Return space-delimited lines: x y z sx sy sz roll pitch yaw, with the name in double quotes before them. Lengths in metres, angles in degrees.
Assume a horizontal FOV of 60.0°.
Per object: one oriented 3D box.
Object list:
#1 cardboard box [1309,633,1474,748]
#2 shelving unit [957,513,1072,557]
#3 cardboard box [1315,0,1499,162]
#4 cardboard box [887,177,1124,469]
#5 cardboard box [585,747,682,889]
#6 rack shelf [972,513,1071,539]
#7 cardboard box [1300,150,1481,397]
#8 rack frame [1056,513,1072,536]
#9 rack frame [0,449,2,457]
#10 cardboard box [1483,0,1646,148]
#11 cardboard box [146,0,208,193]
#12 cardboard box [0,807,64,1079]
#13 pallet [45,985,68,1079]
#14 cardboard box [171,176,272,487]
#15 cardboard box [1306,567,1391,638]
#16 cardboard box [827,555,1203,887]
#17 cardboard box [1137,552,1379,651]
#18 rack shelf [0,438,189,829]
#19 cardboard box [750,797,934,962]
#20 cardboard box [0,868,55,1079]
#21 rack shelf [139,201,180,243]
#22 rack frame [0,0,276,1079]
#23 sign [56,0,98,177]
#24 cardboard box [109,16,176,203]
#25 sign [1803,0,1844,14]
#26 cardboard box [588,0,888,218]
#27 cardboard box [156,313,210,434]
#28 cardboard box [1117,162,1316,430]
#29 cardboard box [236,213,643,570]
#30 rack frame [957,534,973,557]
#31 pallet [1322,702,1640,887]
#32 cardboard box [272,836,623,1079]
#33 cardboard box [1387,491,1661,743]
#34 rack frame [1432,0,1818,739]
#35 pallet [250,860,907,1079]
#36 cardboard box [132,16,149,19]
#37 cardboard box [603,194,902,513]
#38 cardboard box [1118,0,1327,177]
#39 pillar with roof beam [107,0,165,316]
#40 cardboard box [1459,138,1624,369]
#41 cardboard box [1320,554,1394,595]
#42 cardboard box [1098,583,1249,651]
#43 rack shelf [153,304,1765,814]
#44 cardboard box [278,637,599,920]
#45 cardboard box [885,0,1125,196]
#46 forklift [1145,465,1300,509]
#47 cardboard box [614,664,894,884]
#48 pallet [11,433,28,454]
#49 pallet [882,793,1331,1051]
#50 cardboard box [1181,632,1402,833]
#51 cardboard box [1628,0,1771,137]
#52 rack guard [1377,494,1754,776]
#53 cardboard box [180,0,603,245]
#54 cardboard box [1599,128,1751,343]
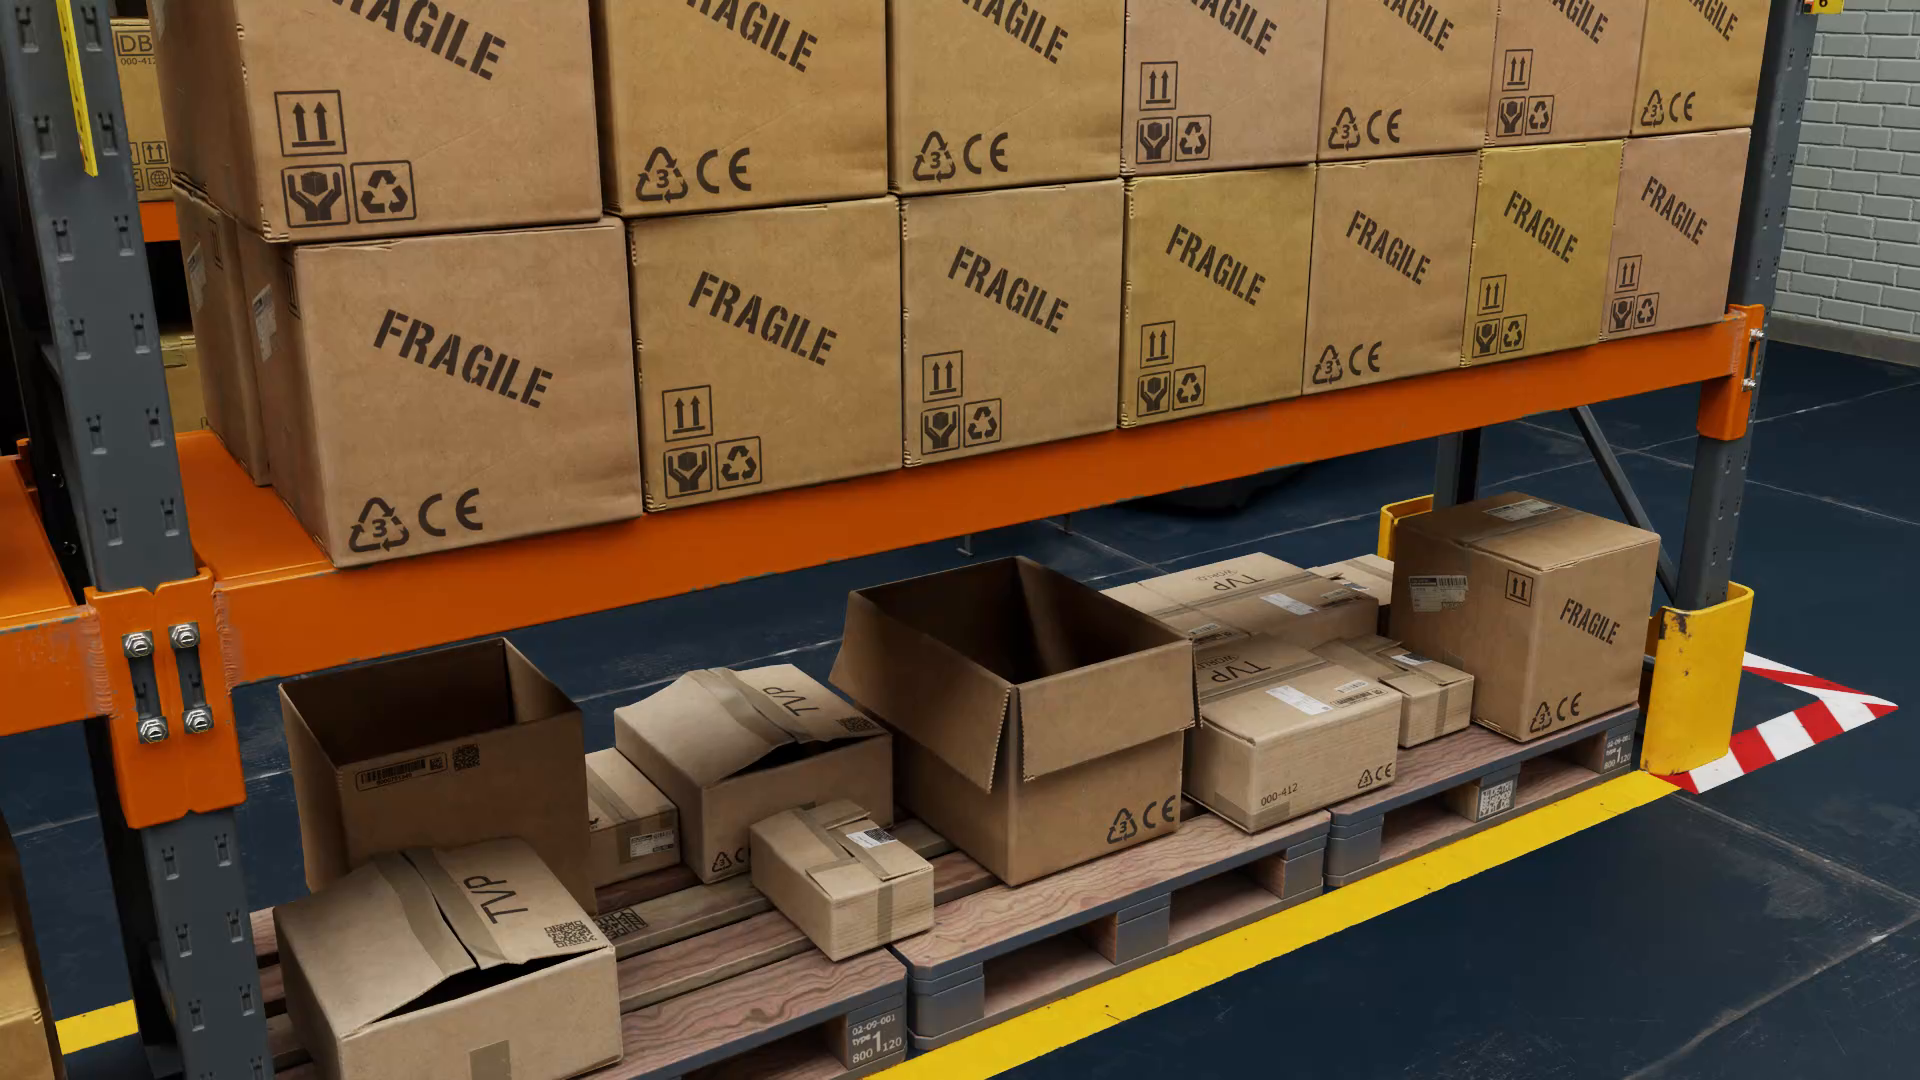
"cardboard box" 1.185 0.404 4.603 0.250 0.166 0.380 -12 22 -31
"shelving unit" 0.138 -1.024 6.495 0.503 2.100 0.431 -12 22 -31
"cardboard box" 0.819 -1.126 3.674 0.500 0.500 0.500 -11 22 -30
"cardboard box" -0.029 -0.477 3.315 0.500 0.500 0.500 -12 22 -32
"cardboard box" -0.849 0.650 3.904 0.250 0.149 0.380 -12 22 -31
"rack shelf" 0.138 -0.348 6.723 0.480 0.518 0.431 -12 22 -31
"cardboard box" 0.816 -0.655 3.844 0.500 0.500 0.500 -12 22 -31
"rack frame" 0.342 -1.067 6.622 0.015 2.100 0.400 -12 22 -31
"rack frame" -4.177 -1.558 6.671 0.127 3.000 1.000 -12 22 -31
"cardboard box" 1.250 -1.218 3.948 0.500 0.500 0.500 -11 22 -30
"cardboard box" -1.169 -0.913 3.045 0.500 0.500 0.500 -12 22 -31
"cardboard box" -1.987 0.762 3.024 0.500 0.500 0.500 -13 23 -34
"pallet" -2.108 1.240 2.746 1.213 0.211 1.003 -12 22 -31
"cardboard box" -1.173 -0.438 3.201 0.500 0.500 0.500 -11 22 -31
"cardboard box" 1.144 0.221 5.144 0.250 0.166 0.380 -12 22 -31
"cardboard box" 0.117 0.408 4.066 0.637 0.503 0.797 -12 22 -31
"cardboard box" 0.864 0.264 4.888 0.500 0.250 0.500 -12 22 -31
"rack shelf" -3.119 0.459 1.827 4.000 0.370 1.077 -12 22 -31
"cardboard box" -0.263 0.729 3.643 0.250 0.166 0.380 -12 22 -31
"cardboard box" -1.704 0.905 2.599 0.500 0.500 0.500 -12 22 -32
"rack shelf" -2.506 -1.570 7.828 4.000 0.370 1.077 -12 22 -31
"rack frame" -1.449 -0.234 2.753 0.127 3.000 1.000 -12 22 -31
"sign" -1.141 -0.635 2.131 0.005 0.325 0.100 -12 22 -31
"cardboard box" -3.715 -1.792 6.892 0.700 0.700 0.980 -12 22 -31
"sign" 2.180 -1.485 4.152 0.005 0.325 0.100 -12 22 -31
"cardboard box" -0.470 -0.854 2.869 0.500 0.500 0.500 -13 22 -33
"cardboard box" -3.496 -0.677 7.312 0.500 0.500 0.700 -12 22 -31
"cardboard box" 0.395 -0.567 3.582 0.500 0.500 0.500 -12 22 -32
"cardboard box" -0.873 -0.298 2.787 0.500 0.500 0.500 -11 22 -30
"rack frame" -0.066 -0.981 6.368 0.015 2.100 0.400 -12 22 -31
"pallet" 1.163 0.537 4.828 1.213 0.211 1.003 -12 22 -31
"cardboard box" -0.979 0.815 3.161 0.500 0.311 0.500 -12 22 -31
"cardboard box" 1.573 0.199 4.689 0.500 0.500 0.500 -12 22 -31
"rack frame" 1.892 -0.939 4.837 0.127 3.000 1.000 -12 22 -31
"pallet" -0.875 0.966 3.557 1.213 0.211 1.003 -12 22 -31
"cardboard box" -3.102 -1.919 7.268 0.700 0.700 0.980 -13 22 -33
"cardboard box" -0.448 -0.389 3.057 0.500 0.500 0.500 -11 22 -30
"cardboard box" 0.390 -1.035 3.407 0.500 0.500 0.500 -11 22 -30
"pillar with roof beam" -1.700 -3.604 3.353 0.400 9.000 9.100 -12 22 -31
"cardboard box" 1.236 -0.742 4.100 0.500 0.500 0.500 -12 22 -31
"cardboard box" 1.353 0.185 5.277 0.250 0.149 0.380 -12 22 -31
"cardboard box" 0.446 0.352 4.627 0.500 0.250 0.500 -12 22 -31
"rack shelf" 0.221 -0.245 3.911 4.000 0.370 1.077 -12 22 -31
"cardboard box" -1.129 0.566 3.605 0.500 0.500 0.500 -12 22 -31
"cardboard box" -0.040 -0.944 3.137 0.500 0.500 0.500 -13 22 -33
"forklift" 1.463 -1.933 7.885 1.130 2.935 3.031 12 22 32
"cardboard box" -0.503 0.523 4.026 0.500 0.311 0.500 -12 22 -31
"pallet" -3.498 -0.350 7.452 1.213 0.211 1.003 -12 22 -31
"pallet" 0.145 0.750 4.197 1.213 0.211 1.003 -12 22 -31
"cardboard box" 0.763 0.477 4.258 0.500 0.250 0.500 -12 22 -31
"cardboard box" 1.671 -1.308 4.212 0.500 0.500 0.500 -12 22 -32
"rack guard" 1.828 0.259 5.198 0.348 0.500 1.175 -12 22 -31
"cardboard box" -0.901 -0.763 2.600 0.500 0.500 0.500 -11 22 -30
"cardboard box" 1.667 -0.834 4.373 0.500 0.500 0.500 -11 22 -30
